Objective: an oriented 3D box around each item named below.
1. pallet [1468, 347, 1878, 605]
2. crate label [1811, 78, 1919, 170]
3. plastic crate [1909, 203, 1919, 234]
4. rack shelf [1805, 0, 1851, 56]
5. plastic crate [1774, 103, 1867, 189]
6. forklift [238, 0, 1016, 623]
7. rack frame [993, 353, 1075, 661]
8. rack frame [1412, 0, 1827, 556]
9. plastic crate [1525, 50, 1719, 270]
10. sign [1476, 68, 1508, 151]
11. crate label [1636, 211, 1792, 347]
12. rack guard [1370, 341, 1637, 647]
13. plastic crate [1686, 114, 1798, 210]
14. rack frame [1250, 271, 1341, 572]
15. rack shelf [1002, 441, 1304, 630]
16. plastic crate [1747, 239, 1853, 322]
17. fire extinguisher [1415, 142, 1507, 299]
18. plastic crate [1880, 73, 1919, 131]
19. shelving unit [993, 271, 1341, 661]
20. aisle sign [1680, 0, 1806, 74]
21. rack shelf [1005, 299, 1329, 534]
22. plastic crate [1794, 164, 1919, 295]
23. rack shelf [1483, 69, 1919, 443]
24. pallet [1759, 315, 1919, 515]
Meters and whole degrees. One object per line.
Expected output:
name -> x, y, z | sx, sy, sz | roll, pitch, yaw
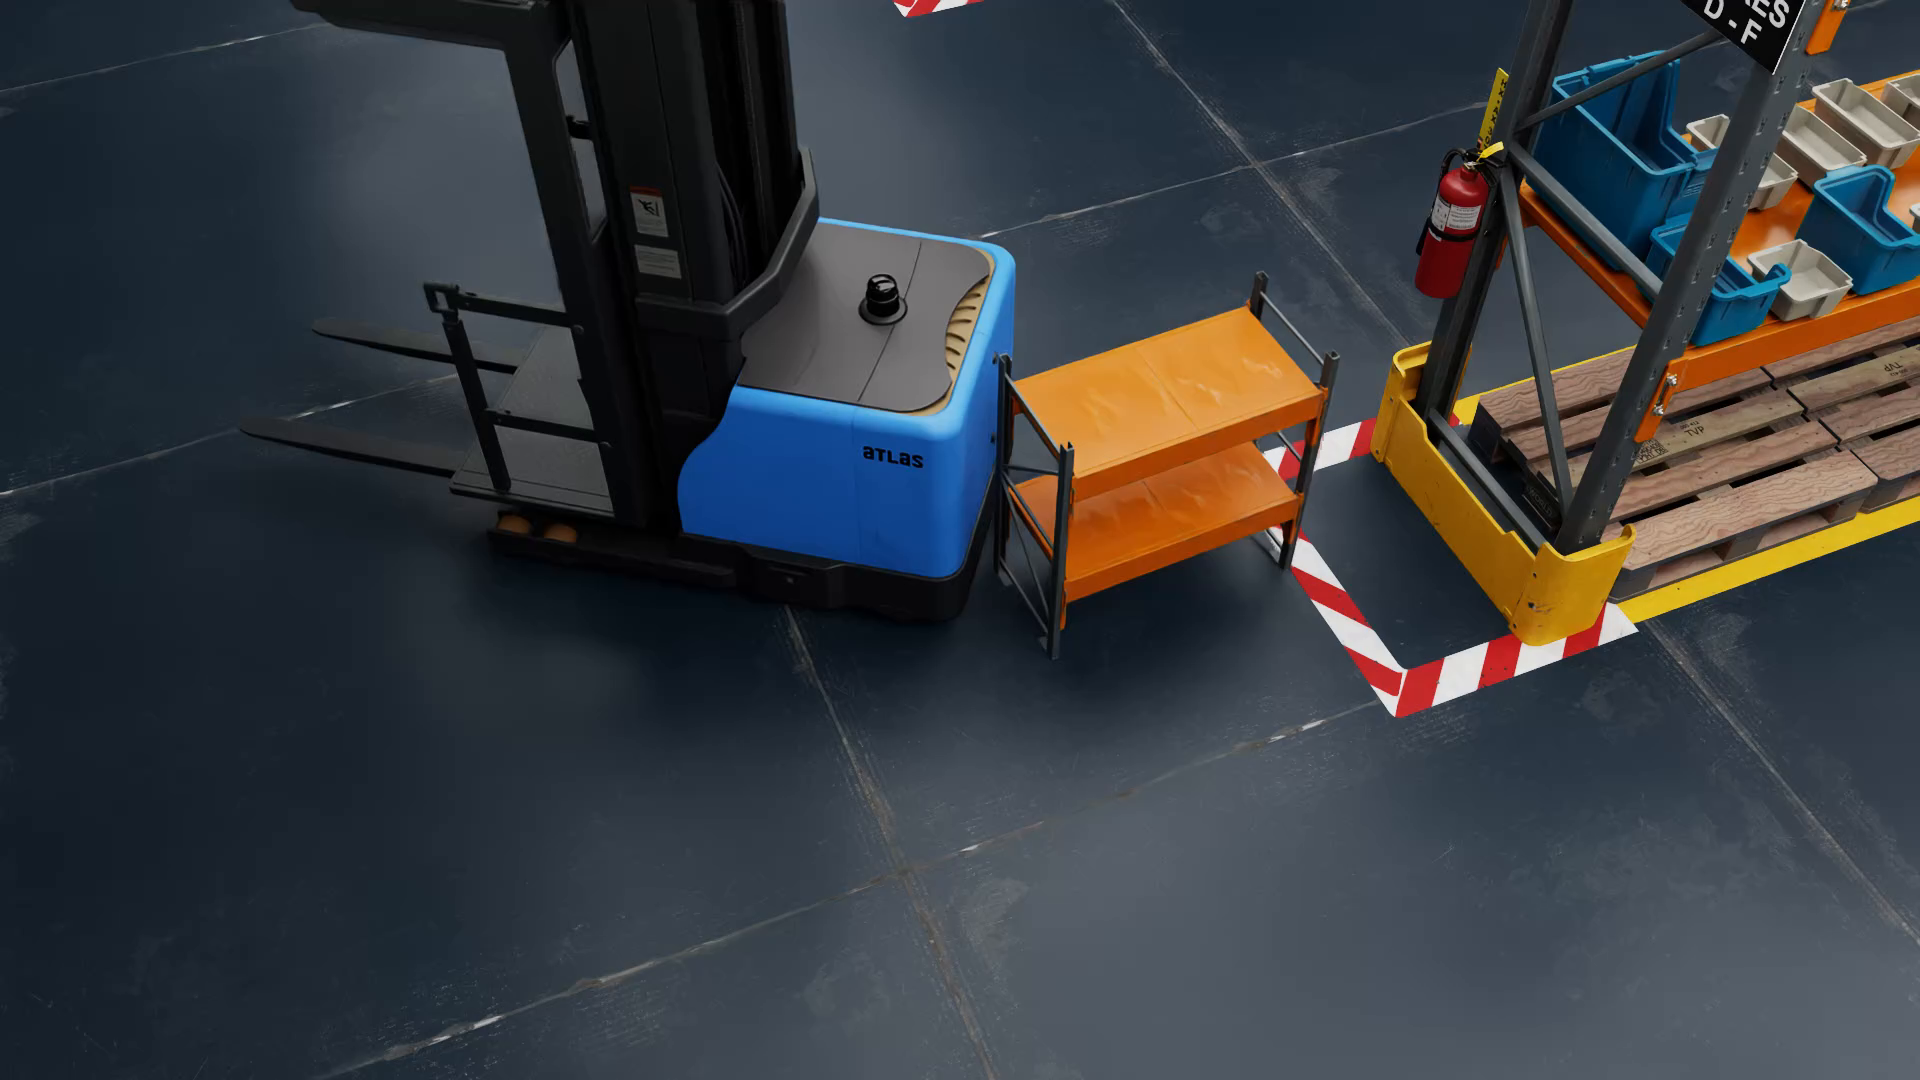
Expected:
pallet -> 2.860, -0.338, 6.742 | 1.213, 0.211, 1.003 | -17, 52, -14
crate label -> 3.290, -1.502, 6.038 | 0.243, 0.136, 0.396 | -17, 52, -14
plastic crate -> 3.391, -1.039, 5.640 | 0.298, 0.136, 0.250 | -17, 52, -14
rack shelf -> 3.933, -2.354, 5.132 | 4.000, 0.370, 1.077 | -17, 52, -14
plastic crate -> 3.042, -1.405, 5.955 | 0.243, 0.136, 0.396 | -17, 52, -14
forklift -> -1.355, -1.239, 5.723 | 3.031, 2.935, 1.130 | 10, 50, 9
rack frame -> 0.250, -0.093, 5.925 | 0.032, 1.125, 0.500 | -19, 52, -16
rack frame -> 2.082, -1.038, 5.505 | 0.127, 3.000, 1.000 | -17, 52, -14
plastic crate -> 2.321, -1.296, 5.664 | 0.499, 0.435, 0.616 | -17, 52, -14
sign -> 1.859, -1.473, 5.771 | 0.005, 0.325, 0.100 | -17, 52, -14
crate label -> 2.435, -0.842, 5.408 | 0.303, 0.233, 0.416 | -17, 52, -14
rack guard -> 2.064, -0.207, 6.439 | 0.348, 0.500, 1.175 | -17, 52, -14
plastic crate -> 2.768, -1.332, 5.892 | 0.243, 0.136, 0.396 | -17, 52, -14
rack frame -> 1.171, -0.419, 6.208 | 0.032, 1.125, 0.500 | -19, 52, -16
rack shelf -> 0.710, -0.096, 6.251 | 1.000, 0.278, 0.538 | -19, 52, -16
plastic crate -> 2.763, -0.845, 5.473 | 0.298, 0.136, 0.250 | -17, 52, -14
fire extinguisher -> 1.770, -1.167, 5.912 | 0.183, 0.674, 0.296 | -17, 52, -14
plastic crate -> 3.558, -1.600, 6.122 | 0.250, 0.136, 0.298 | -17, 52, -14
shelving unit -> 0.710, -0.256, 6.066 | 1.048, 1.125, 0.538 | -19, 52, -16
aisle sign -> 2.127, -1.655, 4.322 | 0.004, 0.787, 0.394 | -17, 52, -14
rack shelf -> 0.711, -0.447, 5.845 | 1.000, 0.278, 0.538 | -19, 52, -16
plastic crate -> 3.044, -1.031, 5.570 | 0.300, 0.233, 0.416 | -17, 52, -14
rack shelf -> 3.933, -1.377, 6.270 | 4.000, 0.370, 1.077 | -17, 52, -14
pallet -> 3.987, -0.686, 7.040 | 1.213, 0.211, 1.003 | -17, 52, -14
